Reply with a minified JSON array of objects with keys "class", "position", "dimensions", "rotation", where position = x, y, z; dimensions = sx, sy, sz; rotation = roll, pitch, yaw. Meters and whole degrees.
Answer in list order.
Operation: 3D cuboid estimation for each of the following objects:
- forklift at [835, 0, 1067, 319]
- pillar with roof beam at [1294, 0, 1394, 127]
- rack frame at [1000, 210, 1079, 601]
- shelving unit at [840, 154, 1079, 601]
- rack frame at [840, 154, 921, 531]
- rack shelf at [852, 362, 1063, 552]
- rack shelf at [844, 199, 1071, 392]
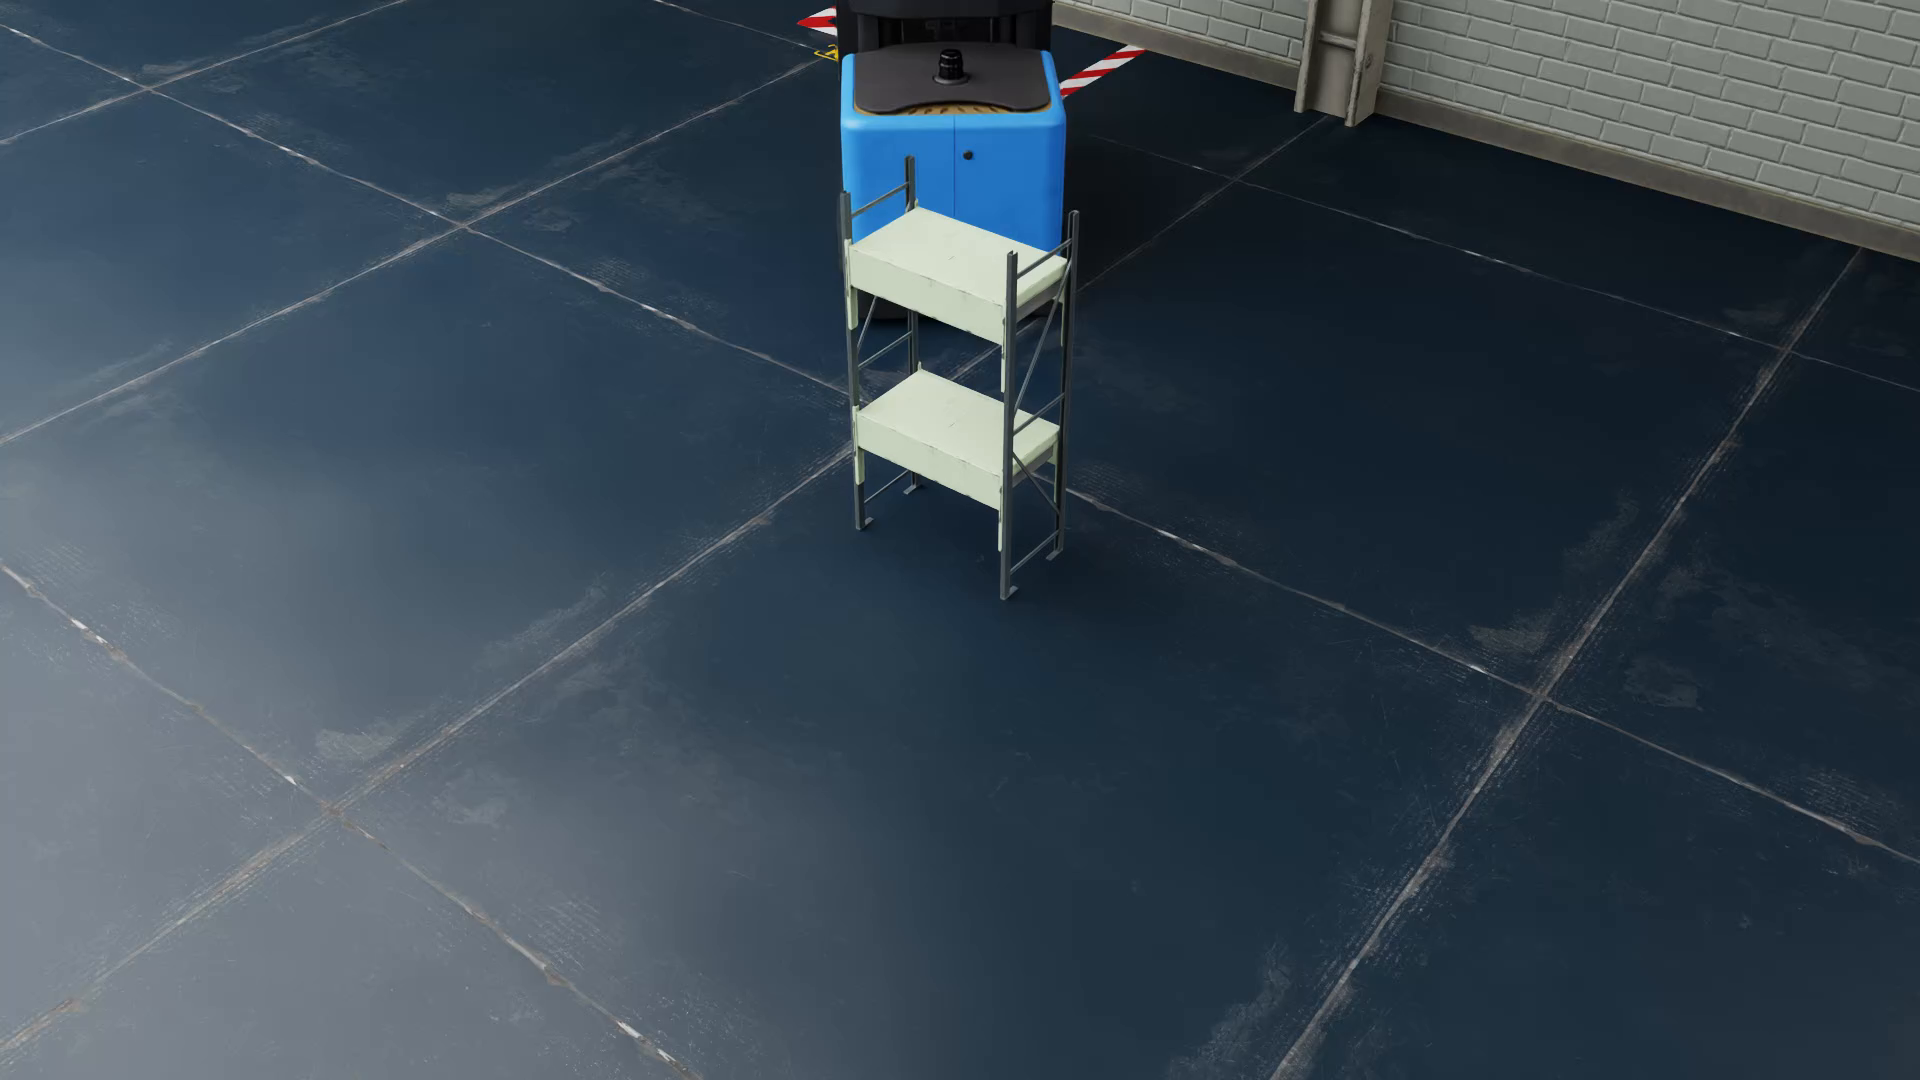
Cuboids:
[{"class":"forklift","position":[-0.093,-3.104,8.337],"dimensions":[1.130,2.935,3.031],"rotation":[-2,38,-2]},{"class":"pillar with roof beam","position":[-0.346,-4.038,4.608],"dimensions":[0.400,9.000,9.100],"rotation":[25,45,29]},{"class":"rack frame","position":[0.285,-0.456,6.116],"dimensions":[0.023,1.500,0.400],"rotation":[25,45,29]},{"class":"shelving unit","position":[-0.005,-0.593,6.291],"dimensions":[0.755,1.500,0.431],"rotation":[25,45,29]},{"class":"rack frame","position":[-0.296,-0.730,6.466],"dimensions":[0.023,1.500,0.400],"rotation":[25,45,29]},{"class":"rack shelf","position":[-0.005,-0.336,6.492],"dimensions":[0.720,0.370,0.431],"rotation":[25,45,29]},{"class":"rack shelf","position":[-0.005,-0.900,6.050],"dimensions":[0.720,0.370,0.431],"rotation":[25,45,29]}]
